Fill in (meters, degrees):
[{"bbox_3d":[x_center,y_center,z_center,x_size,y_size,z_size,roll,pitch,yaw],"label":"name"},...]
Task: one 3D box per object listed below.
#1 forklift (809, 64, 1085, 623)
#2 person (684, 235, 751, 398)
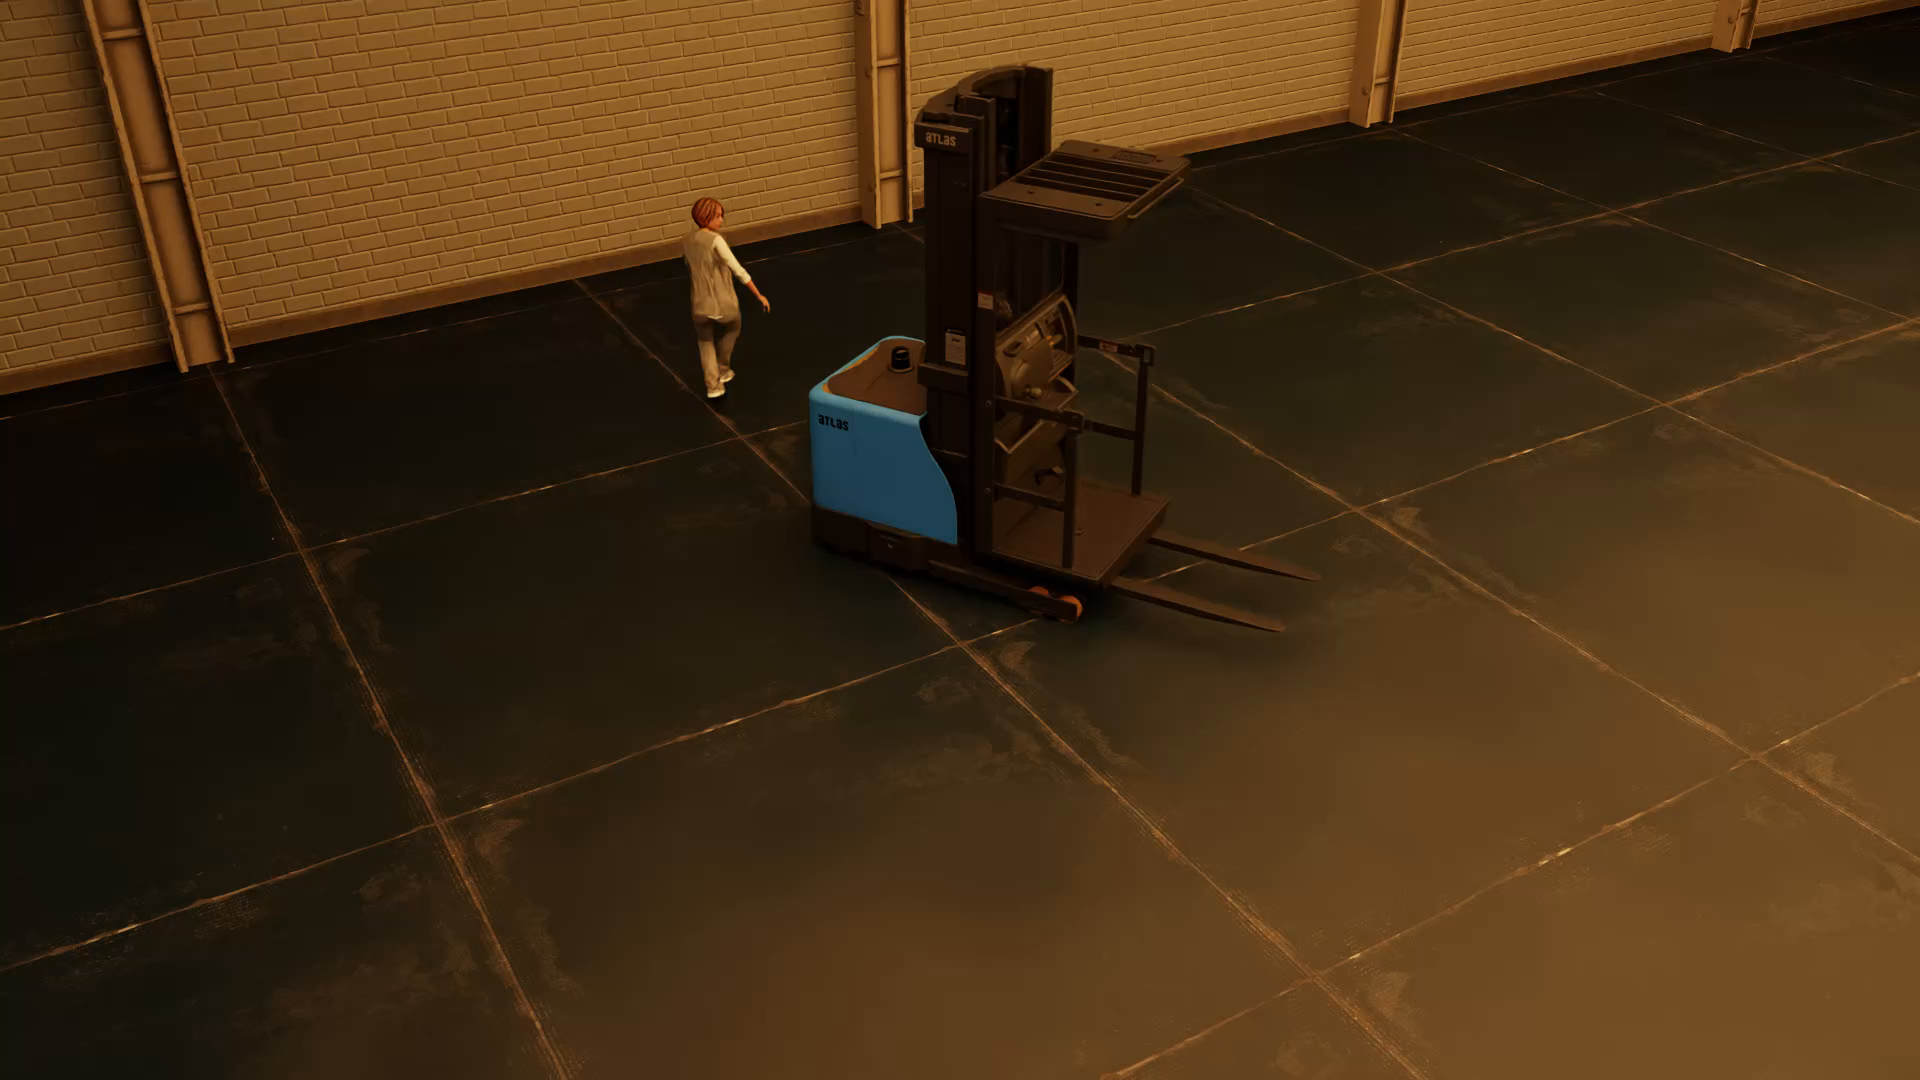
[{"bbox_3d":[0.622,-1.081,9.452,3.031,2.935,1.130,16,34,24],"label":"forklift"},{"bbox_3d":[-1.733,-1.628,12.012,0.623,1.270,0.644,9,32,14],"label":"person"}]
